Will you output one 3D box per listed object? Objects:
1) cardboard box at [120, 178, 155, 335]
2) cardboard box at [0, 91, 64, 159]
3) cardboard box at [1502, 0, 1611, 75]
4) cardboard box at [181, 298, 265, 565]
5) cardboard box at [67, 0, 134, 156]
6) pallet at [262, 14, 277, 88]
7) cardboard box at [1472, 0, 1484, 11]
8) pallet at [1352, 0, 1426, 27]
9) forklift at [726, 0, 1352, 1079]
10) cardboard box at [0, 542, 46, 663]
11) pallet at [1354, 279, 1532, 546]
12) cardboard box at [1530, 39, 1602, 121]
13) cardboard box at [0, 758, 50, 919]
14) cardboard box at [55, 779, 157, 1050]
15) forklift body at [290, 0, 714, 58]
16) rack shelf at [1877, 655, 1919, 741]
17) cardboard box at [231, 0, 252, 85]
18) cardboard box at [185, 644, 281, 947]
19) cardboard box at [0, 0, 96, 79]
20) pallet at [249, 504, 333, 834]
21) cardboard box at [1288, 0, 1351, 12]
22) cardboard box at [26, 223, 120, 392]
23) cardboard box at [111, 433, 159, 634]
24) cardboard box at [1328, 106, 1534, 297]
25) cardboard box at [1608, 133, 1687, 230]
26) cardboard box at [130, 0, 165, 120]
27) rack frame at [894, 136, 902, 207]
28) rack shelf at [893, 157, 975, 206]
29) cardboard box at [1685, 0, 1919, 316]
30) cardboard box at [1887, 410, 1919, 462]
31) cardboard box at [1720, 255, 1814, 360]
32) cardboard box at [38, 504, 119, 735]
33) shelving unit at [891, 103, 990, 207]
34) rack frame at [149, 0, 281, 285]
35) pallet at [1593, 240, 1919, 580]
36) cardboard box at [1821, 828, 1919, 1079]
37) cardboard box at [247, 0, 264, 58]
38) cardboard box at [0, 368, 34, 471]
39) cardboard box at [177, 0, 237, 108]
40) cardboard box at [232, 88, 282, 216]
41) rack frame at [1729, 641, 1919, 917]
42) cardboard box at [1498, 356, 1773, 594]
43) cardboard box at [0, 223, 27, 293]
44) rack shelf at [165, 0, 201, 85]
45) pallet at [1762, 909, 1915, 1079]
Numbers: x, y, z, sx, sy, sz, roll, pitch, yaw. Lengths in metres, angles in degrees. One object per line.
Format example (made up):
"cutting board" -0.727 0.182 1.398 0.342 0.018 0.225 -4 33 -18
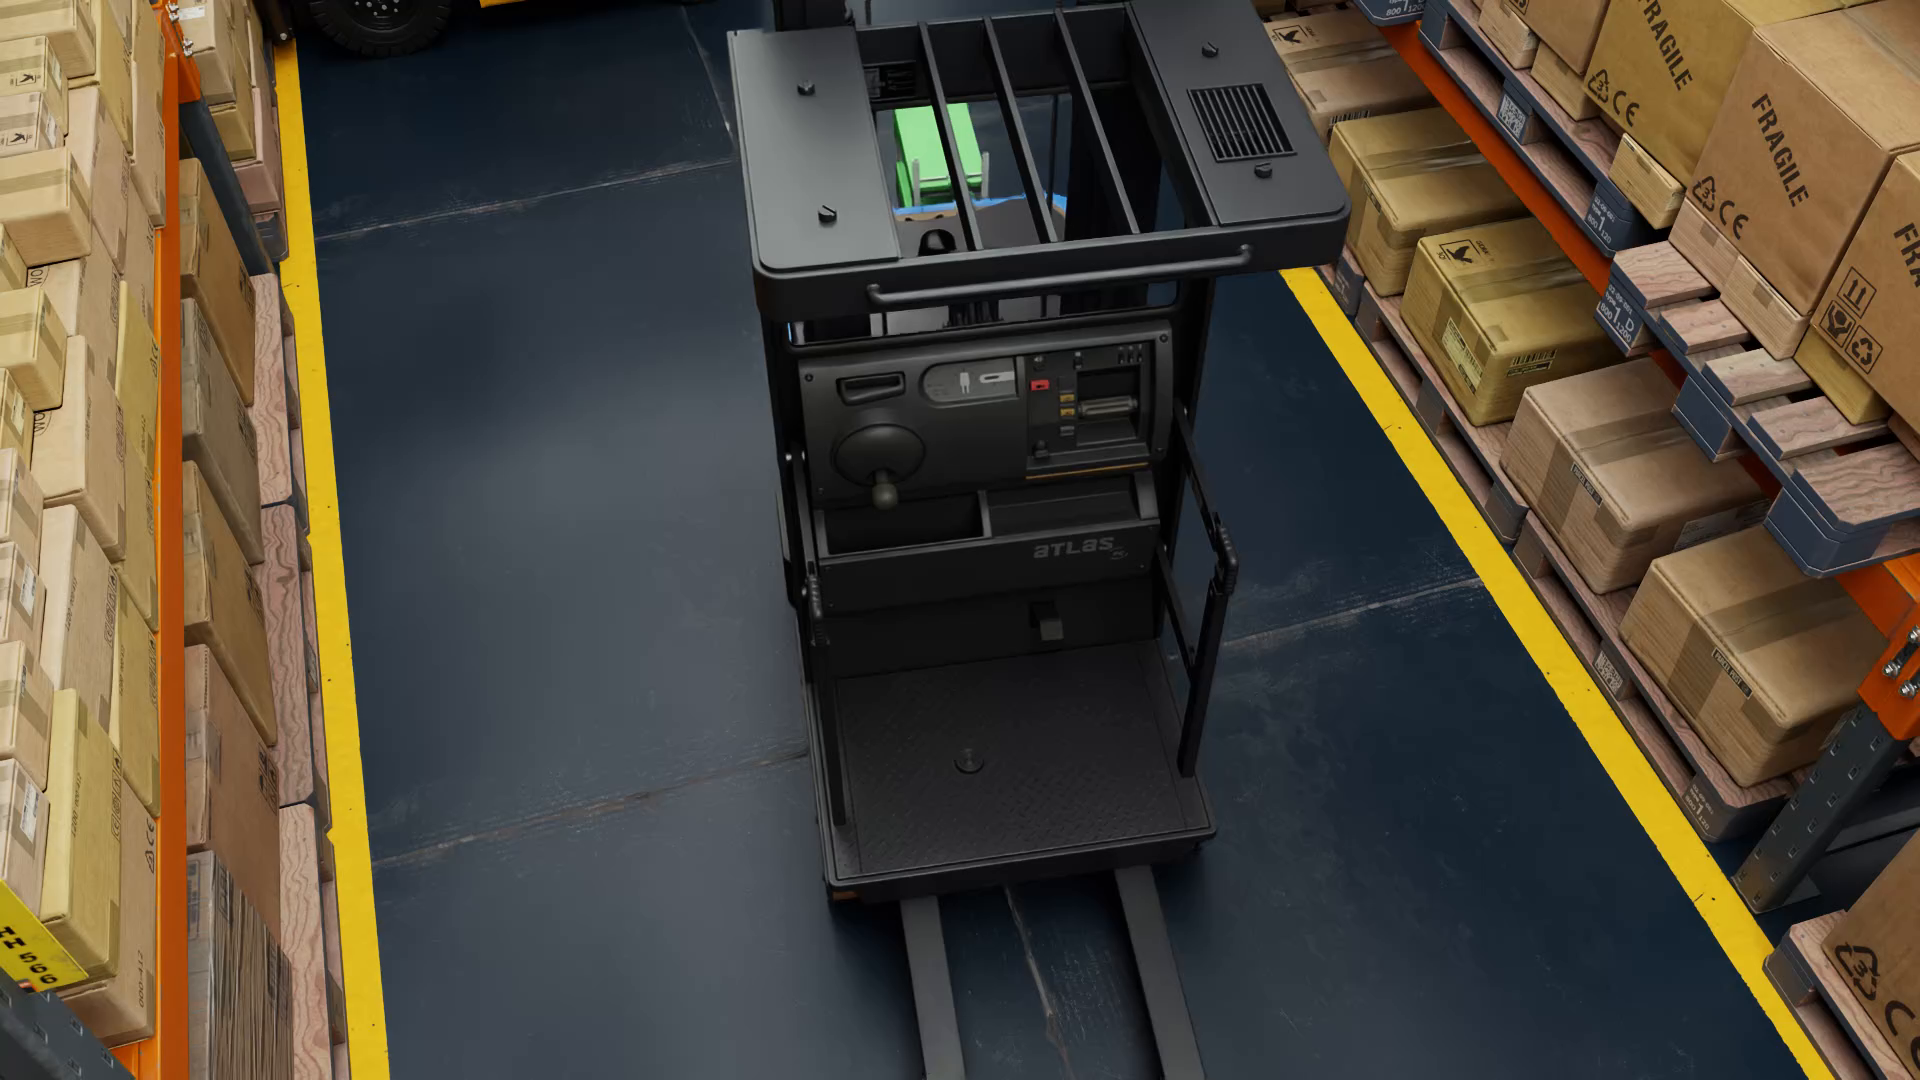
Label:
"cardboard box" -2.488 -0.736 4.506 0.500 0.250 0.500 -13 51 -11
"cardboard box" -2.440 -0.944 4.094 0.380 0.149 0.250 -13 51 -11
"cardboard box" 1.890 -1.707 4.692 0.500 0.500 0.500 -15 52 -12
"cardboard box" -2.772 -0.251 5.278 0.875 0.625 0.625 -14 51 -11
"cardboard box" -2.610 -1.266 4.627 0.500 0.250 0.500 -15 51 -12
"pallet" -3.719 -2.413 7.646 1.003 0.211 1.213 -13 51 -11
"cardboard box" 1.773 -1.780 5.178 0.380 0.149 0.250 -13 51 -11
"pallet" 1.669 -2.300 5.853 1.003 0.211 1.213 -13 51 -11
"forklift" 0.109 -0.201 4.002 1.130 2.935 3.031 -7 50 -6
"cardboard box" -1.970 0.176 3.150 0.380 0.149 0.250 -12 51 -10
"pallet" 2.178 -0.594 6.112 1.003 0.211 1.213 -13 51 -11
"cardboard box" 1.909 -1.386 4.846 0.380 0.149 0.250 -15 51 -12
"cardboard box" -1.789 0.552 2.833 0.380 0.149 0.250 -12 51 -10
"cardboard box" -1.874 0.762 3.244 0.500 0.250 0.500 -13 51 -11
"forklift body" -2.038 -3.504 7.297 2.313 2.155 1.214 -13 51 -11
"rack shelf" 3.356 1.661 2.859 1.077 0.370 4.000 -13 51 -11
"cardboard box" -3.158 -2.029 6.695 0.500 0.250 0.500 -14 51 -11
"cardboard box" -2.348 0.789 4.401 0.875 0.625 0.625 -12 51 -10
"cardboard box" -2.526 -1.333 4.422 0.380 0.149 0.250 -15 51 -12
"pallet" -2.539 0.492 5.197 1.003 0.211 1.213 -13 51 -11
"cardboard box" 1.665 -2.694 7.583 0.500 0.250 0.500 -15 52 -13
"cardboard box" -2.334 -0.519 3.996 0.500 0.250 0.500 -13 51 -10
"cardboard box" -2.177 0.019 3.870 0.500 0.250 0.500 -15 51 -12
"cardboard box" 1.955 -1.335 6.357 0.950 0.372 0.625 -10 51 -9
"cardboard box" 2.016 -1.009 4.529 0.380 0.149 0.250 -13 51 -10
"cardboard box" -2.760 -1.471 5.126 0.500 0.250 0.500 -12 51 -10
"rack frame" -0.107 -1.183 5.963 0.240 1.200 0.015 -7 50 -6
"rack shelf" -0.069 -1.113 5.673 0.258 0.148 0.480 -7 50 -6
"cardboard box" 2.201 -0.940 4.046 0.500 0.500 0.500 -14 51 -12
"cardboard box" 2.443 -0.272 3.907 0.380 0.149 0.250 -12 51 -10
"cardboard box" 2.177 -0.626 4.205 0.380 0.149 0.250 -14 51 -11
"cardboard box" -2.021 0.235 3.361 0.500 0.250 0.500 -12 51 -10
"shelving unit" -0.069 -0.999 5.807 0.258 1.200 0.503 -7 50 -6
"rack frame" -3.159 -1.828 5.329 1.000 3.000 0.127 -13 51 -11
"pallet" 2.452 -0.466 4.307 1.213 0.211 1.003 -13 51 -11
"cardboard box" 2.889 1.041 4.026 0.875 0.875 0.875 -14 51 -11
"cardboard box" -3.317 -2.245 7.204 0.500 0.250 0.500 -13 51 -10
"cardboard box" -2.162 -0.189 3.458 0.380 0.149 0.250 -13 51 -11
"cardboard box" -3.002 -1.824 6.196 0.500 0.250 0.500 -14 51 -12
"cardboard box" -2.986 -1.506 6.581 0.500 0.250 0.500 -13 51 -11
"rack frame" 2.765 -0.032 3.815 1.000 3.000 0.127 -13 51 -11
"cardboard box" 2.381 -0.272 5.462 0.950 0.372 0.625 -14 51 -12
"cardboard box" -2.350 -0.556 3.767 0.380 0.149 0.250 -13 51 -11
"rack shelf" -3.750 -3.057 6.836 1.077 0.370 4.000 -13 51 -11
"pallet" 2.926 1.460 4.381 1.003 0.211 1.213 -13 51 -11
